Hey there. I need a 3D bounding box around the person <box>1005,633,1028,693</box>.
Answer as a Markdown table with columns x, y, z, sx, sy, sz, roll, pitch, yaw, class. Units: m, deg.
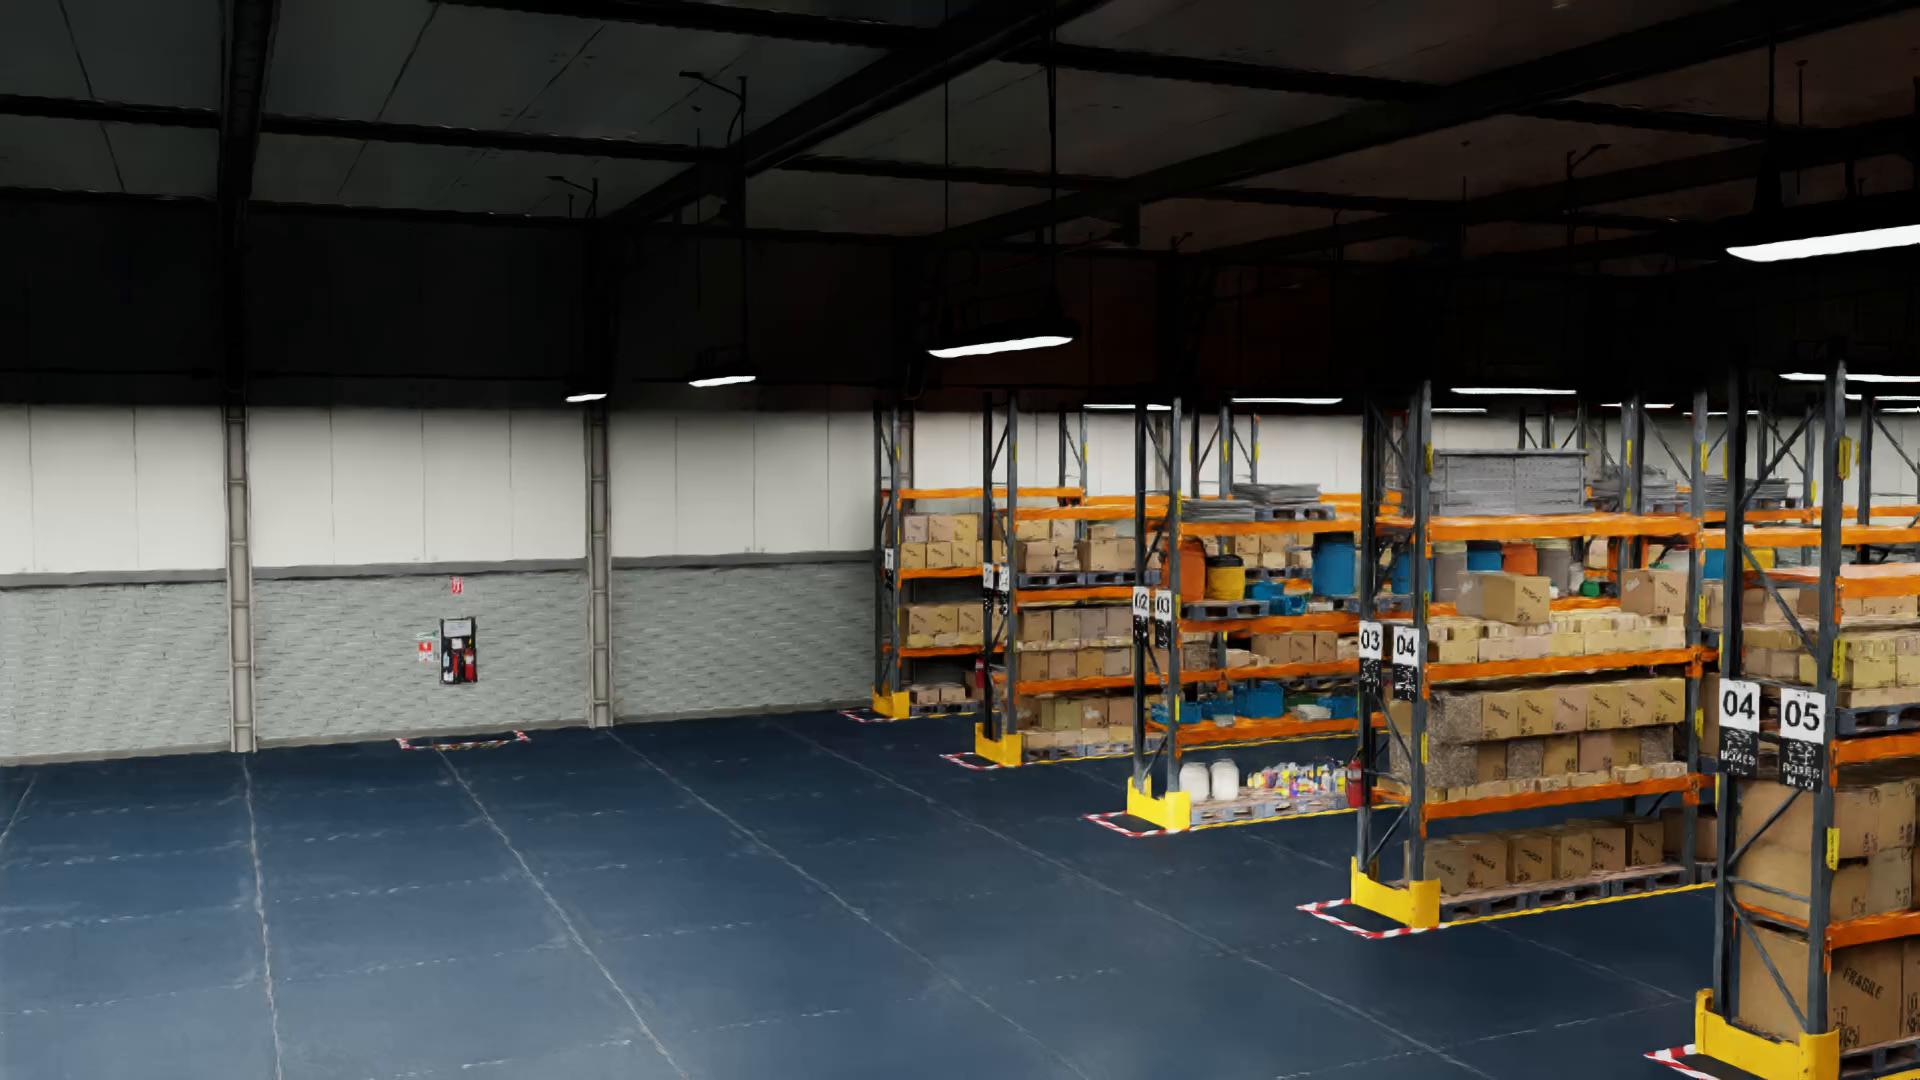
| x | y | z | sx | sy | sz | roll | pitch | yaw | class |
| --- | --- | --- | --- | --- | --- | --- | --- | --- | --- |
| 1.118 | 2.492 | 31.235 | 0.574 | 1.726 | 0.677 | -2 | 4 | -26 | person |
